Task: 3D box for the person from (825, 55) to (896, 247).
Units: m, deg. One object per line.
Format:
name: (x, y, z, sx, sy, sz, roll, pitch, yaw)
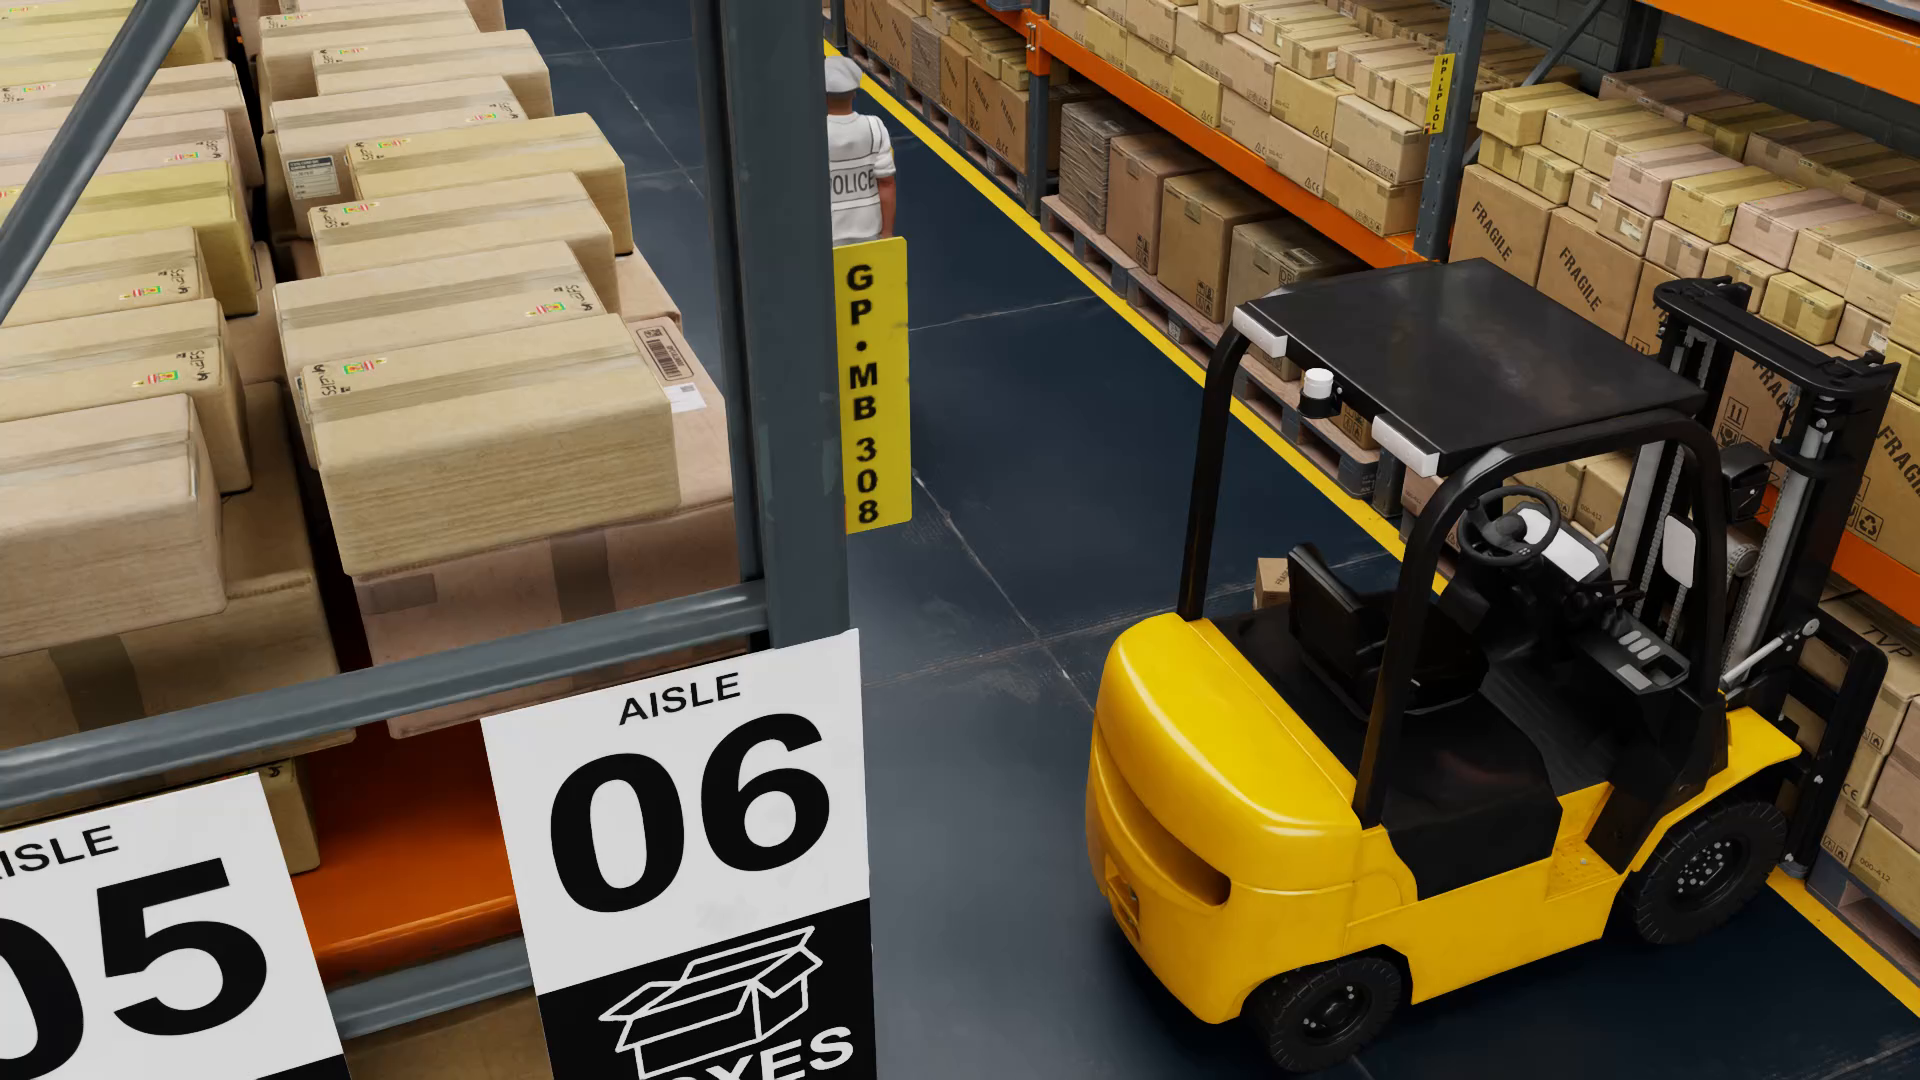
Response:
person: (-0.671, -1.662, 8.629, 0.539, 1.751, 0.928, -16, 37, -23)
